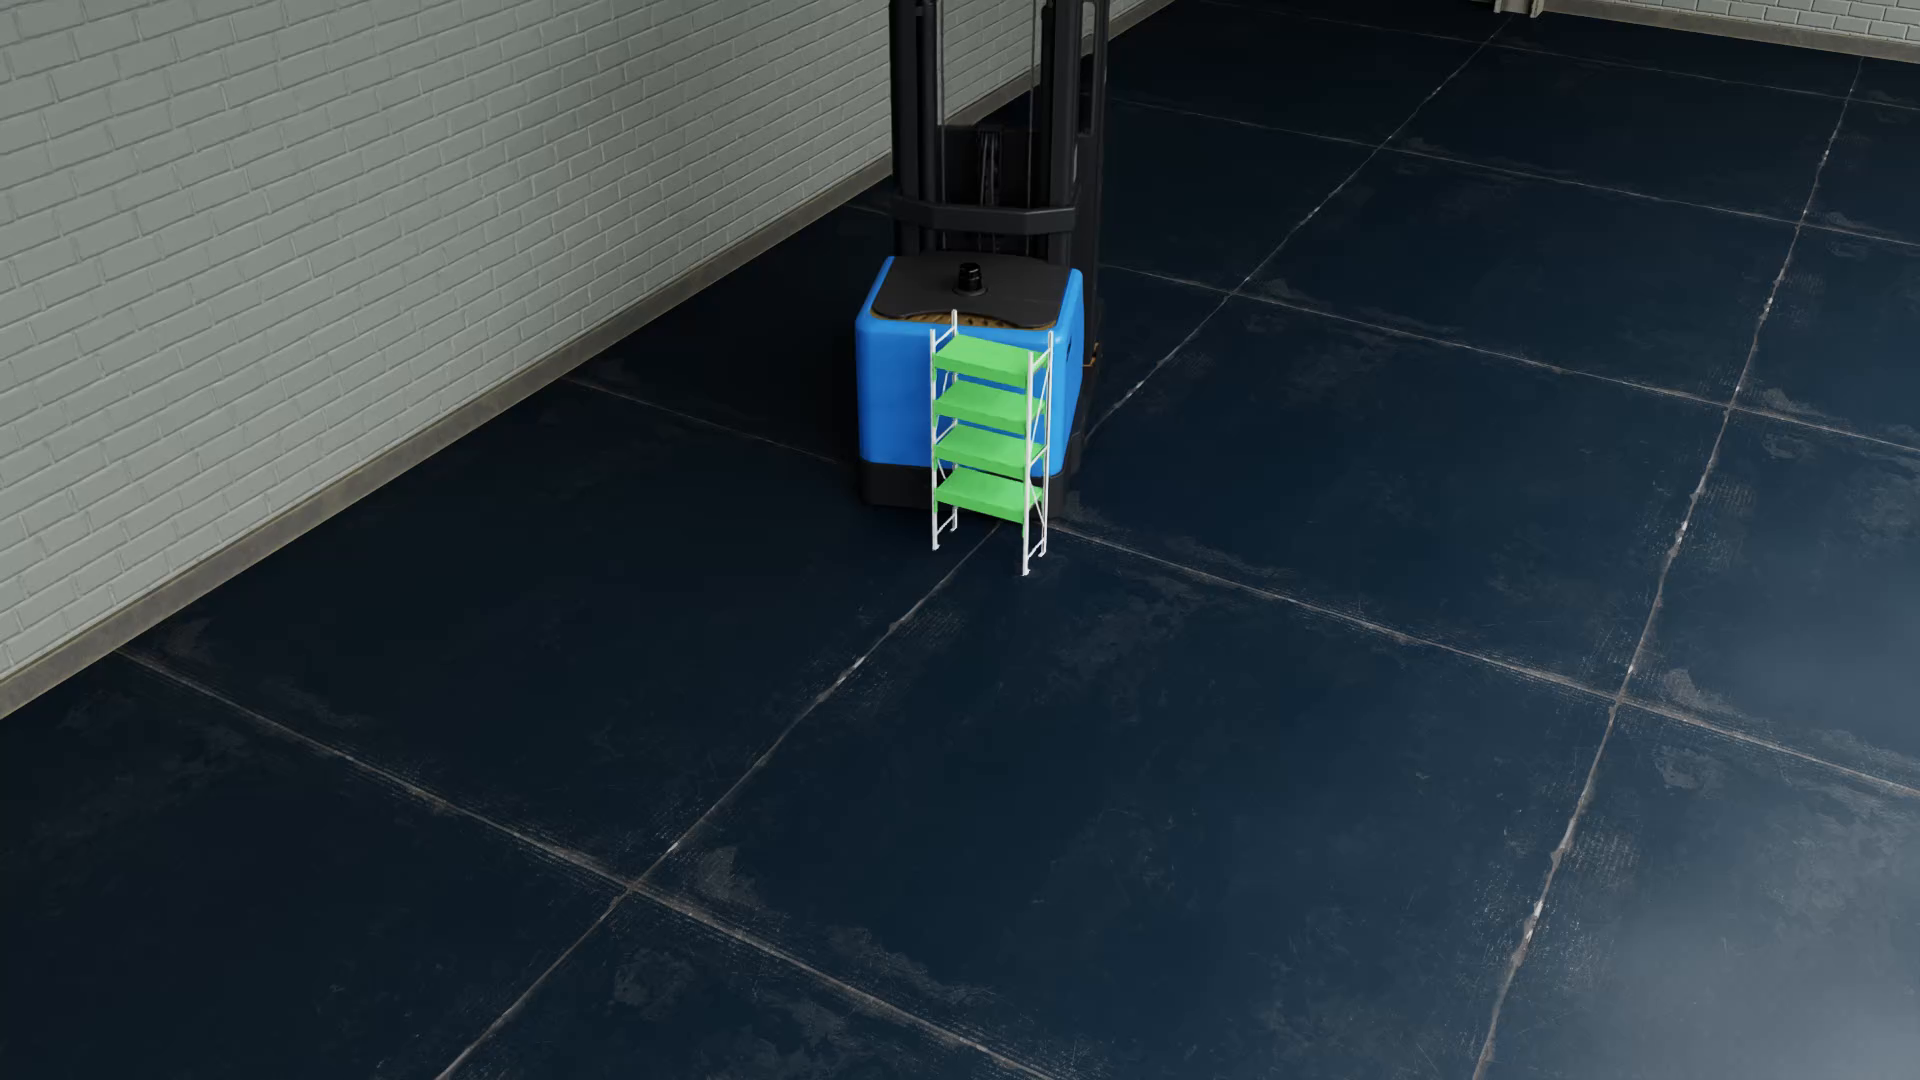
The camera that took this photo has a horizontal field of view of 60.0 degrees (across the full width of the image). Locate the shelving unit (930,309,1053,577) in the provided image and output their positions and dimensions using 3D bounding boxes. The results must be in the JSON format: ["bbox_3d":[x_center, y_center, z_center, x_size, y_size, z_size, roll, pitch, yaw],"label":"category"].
[{"bbox_3d":[0.143,-0.445,7.836,0.503,1.200,0.258,16,37,22],"label":"shelving unit"}]

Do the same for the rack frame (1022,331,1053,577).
[{"bbox_3d":[0.361,-0.384,7.744,0.015,1.200,0.240,16,37,22],"label":"rack frame"}]

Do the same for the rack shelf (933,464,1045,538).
[{"bbox_3d":[0.143,-0.192,8.004,0.480,0.148,0.258,16,37,22],"label":"rack shelf"}]

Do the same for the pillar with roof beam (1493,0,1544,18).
[{"bbox_3d":[3.169,-6.705,10.200,0.400,9.000,9.100,18,37,24],"label":"pillar with roof beam"}]

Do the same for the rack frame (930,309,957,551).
[{"bbox_3d":[-0.076,-0.506,7.927,0.015,1.200,0.240,16,37,22],"label":"rack frame"}]

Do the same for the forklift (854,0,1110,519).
[{"bbox_3d":[0.231,-2.129,8.802,1.130,2.935,3.031,5,34,8],"label":"forklift"}]

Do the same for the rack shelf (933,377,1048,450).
[{"bbox_3d":[0.143,-0.592,7.738,0.480,0.148,0.258,16,37,22],"label":"rack shelf"}]

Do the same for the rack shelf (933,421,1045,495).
[{"bbox_3d":[0.143,-0.392,7.871,0.480,0.148,0.258,16,37,22],"label":"rack shelf"}]

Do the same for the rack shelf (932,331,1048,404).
[{"bbox_3d":[0.143,-0.791,7.605,0.480,0.148,0.258,16,37,22],"label":"rack shelf"}]
